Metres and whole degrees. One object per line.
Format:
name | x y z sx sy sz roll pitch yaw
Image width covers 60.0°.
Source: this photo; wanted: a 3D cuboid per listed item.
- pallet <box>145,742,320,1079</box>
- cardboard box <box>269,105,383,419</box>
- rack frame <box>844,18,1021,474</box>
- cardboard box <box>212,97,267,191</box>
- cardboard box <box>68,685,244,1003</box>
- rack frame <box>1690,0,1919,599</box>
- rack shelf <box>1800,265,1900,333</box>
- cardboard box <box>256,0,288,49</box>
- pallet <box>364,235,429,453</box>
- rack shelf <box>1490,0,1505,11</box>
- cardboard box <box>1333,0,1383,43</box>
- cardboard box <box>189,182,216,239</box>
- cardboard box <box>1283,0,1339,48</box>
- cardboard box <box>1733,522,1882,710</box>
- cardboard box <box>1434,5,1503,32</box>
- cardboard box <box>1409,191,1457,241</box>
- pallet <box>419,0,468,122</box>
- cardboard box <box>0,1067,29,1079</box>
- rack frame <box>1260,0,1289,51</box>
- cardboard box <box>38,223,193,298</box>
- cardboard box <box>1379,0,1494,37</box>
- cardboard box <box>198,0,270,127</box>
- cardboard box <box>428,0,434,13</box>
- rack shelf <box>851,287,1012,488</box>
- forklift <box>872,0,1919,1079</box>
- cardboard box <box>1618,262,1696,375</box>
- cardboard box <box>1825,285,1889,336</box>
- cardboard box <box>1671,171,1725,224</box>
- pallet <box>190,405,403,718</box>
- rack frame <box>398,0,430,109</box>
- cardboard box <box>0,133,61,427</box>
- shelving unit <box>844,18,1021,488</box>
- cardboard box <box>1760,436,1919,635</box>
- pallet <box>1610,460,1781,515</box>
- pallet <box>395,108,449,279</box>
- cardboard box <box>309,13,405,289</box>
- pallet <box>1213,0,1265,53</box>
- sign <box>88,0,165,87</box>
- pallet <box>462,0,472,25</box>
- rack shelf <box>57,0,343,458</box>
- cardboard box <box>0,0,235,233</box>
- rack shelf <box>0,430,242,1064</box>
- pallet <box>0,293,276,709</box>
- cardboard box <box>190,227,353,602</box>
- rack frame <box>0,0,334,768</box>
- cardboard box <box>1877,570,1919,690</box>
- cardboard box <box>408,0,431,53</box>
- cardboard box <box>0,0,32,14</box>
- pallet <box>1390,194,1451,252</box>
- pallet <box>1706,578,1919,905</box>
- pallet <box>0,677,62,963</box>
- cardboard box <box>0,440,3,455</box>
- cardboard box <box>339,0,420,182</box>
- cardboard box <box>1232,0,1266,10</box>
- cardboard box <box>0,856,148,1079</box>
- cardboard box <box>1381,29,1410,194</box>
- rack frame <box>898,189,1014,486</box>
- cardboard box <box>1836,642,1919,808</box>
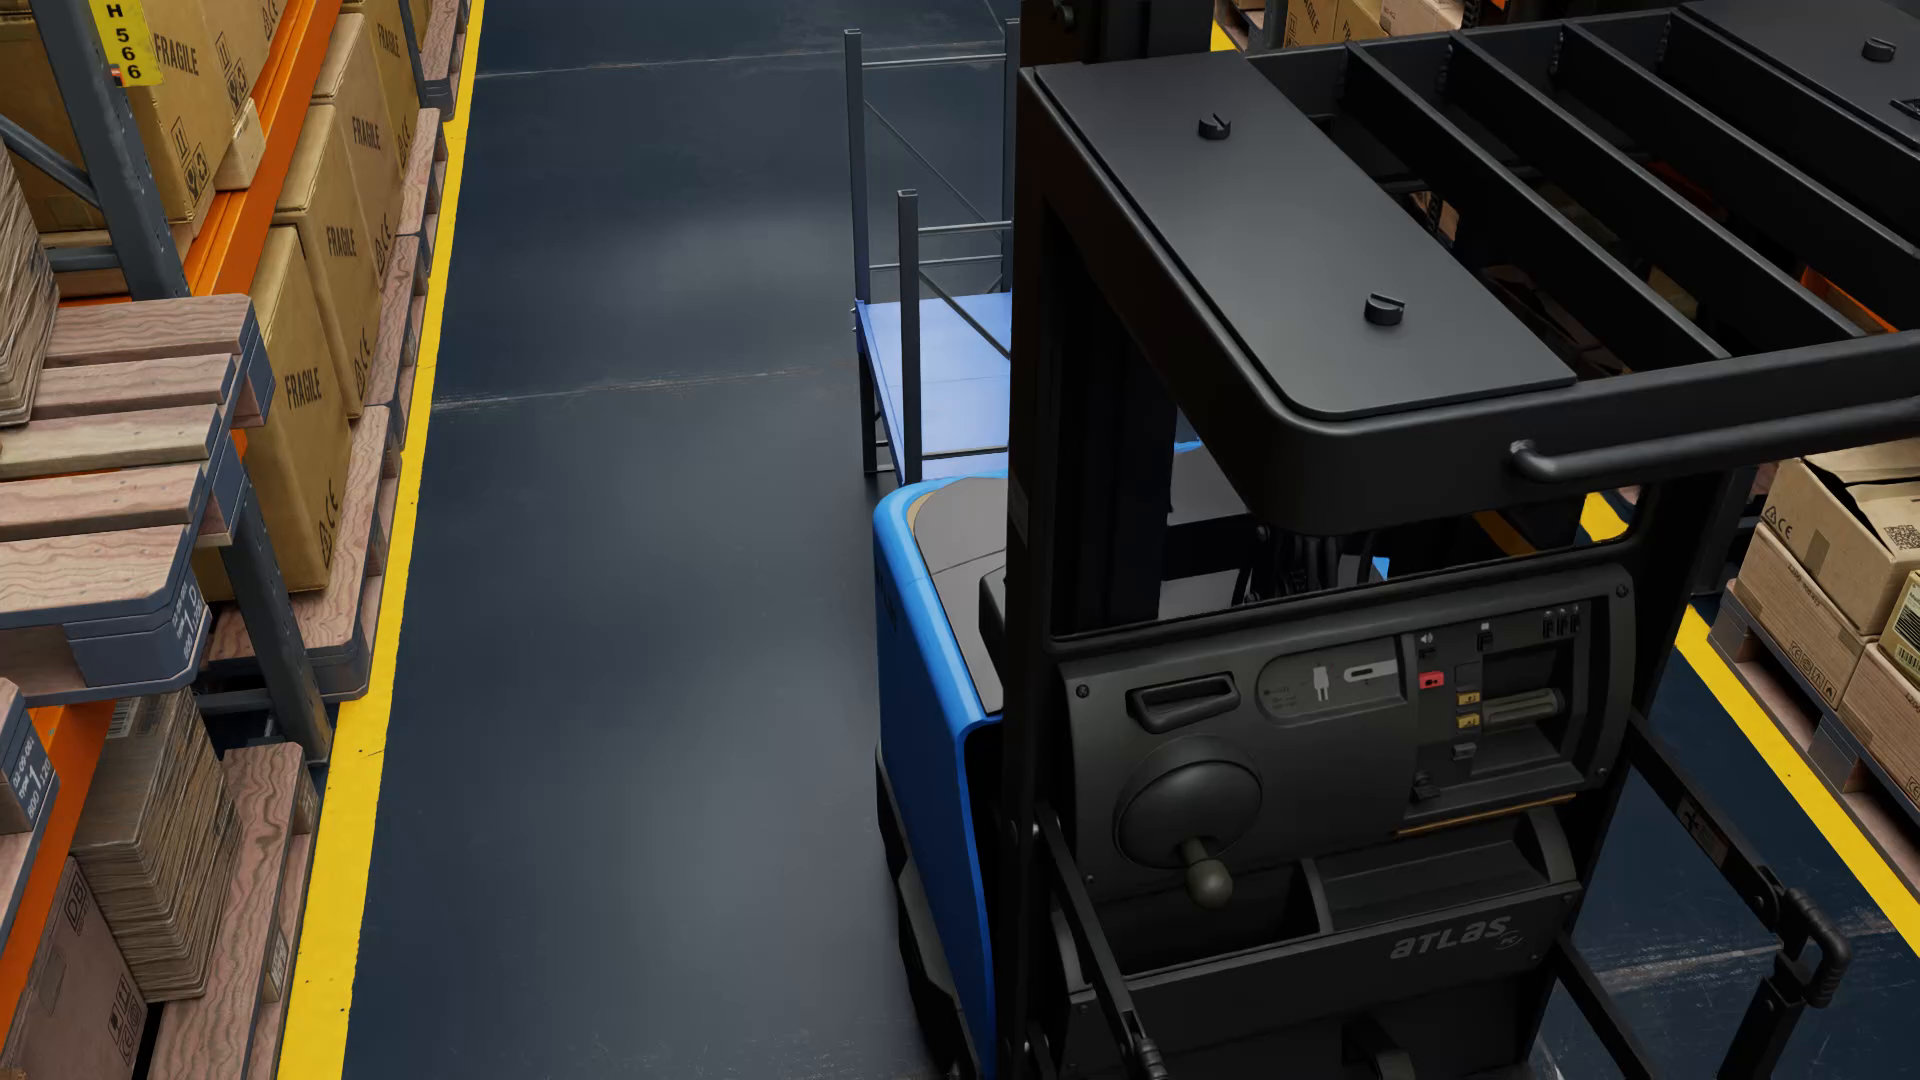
pallet | -2.066 1.011 3.777 1.003 0.211 1.213 -6 38 -8
cardboard box | -2.349 -0.867 5.331 0.750 0.750 0.750 -6 38 -8
rack frame | -0.074 -0.848 5.119 0.500 1.500 0.032 -6 38 -8
cardboard box | -2.030 -1.018 4.303 0.380 0.149 0.250 -5 38 -7
cardboard box | -2.024 0.680 3.608 0.700 0.500 0.500 -6 38 -7
rack frame | 2.675 -1.097 4.218 1.000 3.000 0.127 -6 38 -8
rack shelf | 3.025 0.395 2.883 1.077 0.370 4.000 -6 38 -8
cardboard box | -2.203 -1.665 4.608 0.500 0.500 0.500 -6 38 -8
pallet | -2.476 -0.681 5.954 1.003 0.211 1.213 -6 38 -8
rack shelf | 2.324 -2.021 5.993 1.077 0.370 4.000 -6 38 -8
cardboard box | 1.923 -2.061 7.136 0.500 0.500 0.500 -6 38 -7
cardboard box | -2.067 -0.848 4.085 0.380 0.149 0.250 -6 38 -7
cardboard box | 1.818 -2.382 7.550 0.500 0.500 0.500 -8 39 -10
cardboard box | 2.477 0.170 4.485 0.500 0.250 0.500 -6 38 -8
cardboard box | 2.082 -1.771 6.152 0.500 0.250 0.500 -7 38 -9
cardboard box | 2.091 -1.453 6.354 0.500 0.500 0.500 -8 38 -10
pallet | -2.959 -2.345 8.096 1.003 0.211 1.213 -6 38 -8
cardboard box | -1.933 1.301 2.809 0.700 0.500 0.500 -6 38 -8
rack frame | 1.973 -3.513 7.328 1.000 3.000 0.127 -6 38 -8
cardboard box | -2.031 -0.695 3.888 0.380 0.149 0.250 -7 38 -9
cardboard box | 1.994 -2.074 6.542 0.500 0.250 0.500 -6 38 -8
cardboard box | -2.117 -1.365 4.222 0.500 0.500 0.500 -5 38 -6
cardboard box | -3.018 -2.924 8.263 0.700 0.500 0.500 -7 38 -8
rack shelf | 0.015 -0.399 4.834 0.538 0.185 1.000 -6 38 -8
forklift | 0.666 0.372 2.382 1.130 2.935 3.031 -9 39 -12
cardboard box | 2.280 -0.824 5.544 0.500 0.500 0.500 -5 38 -6
cardboard box | 2.876 -0.590 5.243 0.500 0.500 0.500 -5 38 -6
cardboard box | 2.266 -1.153 5.357 0.500 0.250 0.500 -5 38 -6
pallet | -2.266 0.054 5.008 1.003 0.211 1.213 -6 38 -8
rack frame | -2.903 -2.978 6.639 1.000 3.000 0.127 -6 38 -8
cardboard box | -2.109 -0.493 2.999 0.700 0.500 0.500 -11 39 -13
shelving unit | 0.015 -0.541 4.724 0.538 1.500 1.048 -6 38 -8
cardboard box | 2.477 -0.051 4.313 0.500 0.311 0.500 -5 38 -6
pallet | 2.581 -0.451 5.659 1.003 0.211 1.213 -6 38 -8
pallet | -2.693 -1.419 6.905 1.003 0.211 1.213 -6 38 -8
cardboard box | -2.502 -1.380 5.991 0.750 0.750 0.750 -5 38 -7
pallet | 1.854 -2.827 8.717 1.003 0.211 1.213 -6 38 -8
sign | -1.669 -1.052 3.280 0.100 0.325 0.005 -6 38 -8
pallet | -3.176 -3.083 9.047 1.003 0.211 1.213 -6 38 -8
rack shelf | -2.552 -1.486 5.305 1.077 0.370 4.000 -6 38 -8
cardboard box | -2.035 -1.048 3.814 0.500 0.500 0.500 -5 38 -7
rack shelf | -1.851 0.930 2.195 1.077 0.370 4.000 -6 38 -8
pallet | -1.972 -0.068 3.048 1.213 0.211 1.003 -6 38 -8
cardboard box | -2.201 -0.338 4.650 0.750 0.750 0.750 -7 38 -9
rack frame | -2.202 -0.562 3.529 1.000 3.000 0.127 -6 38 -8
cardboard box | 2.578 0.265 3.905 0.500 0.311 0.500 -7 38 -9
cardboard box | -2.933 -2.620 7.872 0.700 0.500 0.500 -6 38 -7
cardboard box | -2.032 -1.343 3.582 0.500 0.250 0.500 -5 38 -7
pallet | 2.371 -1.187 6.605 1.003 0.211 1.213 -6 38 -8
pallet | 2.781 0.505 4.428 1.003 0.211 1.213 -6 38 -8
pallet | -1.814 0.705 2.054 1.003 0.211 1.213 -6 38 -8
cardboard box | -1.985 -0.158 2.569 0.700 0.500 0.500 -10 39 -12
cardboard box | -2.661 -1.917 6.682 0.750 0.750 0.750 -6 38 -7
cardboard box | 1.594 -3.014 8.363 0.500 0.500 0.500 -6 38 -8
cardboard box | -2.048 1.004 3.192 0.700 0.500 0.500 -6 38 -8
cardboard box | 2.003 -1.758 6.747 0.500 0.500 0.500 -6 38 -7
rack frame | 0.104 -0.234 4.328 0.500 1.500 0.032 -6 38 -8
cardboard box | 2.566 0.474 4.094 0.500 0.250 0.500 -7 38 -9
